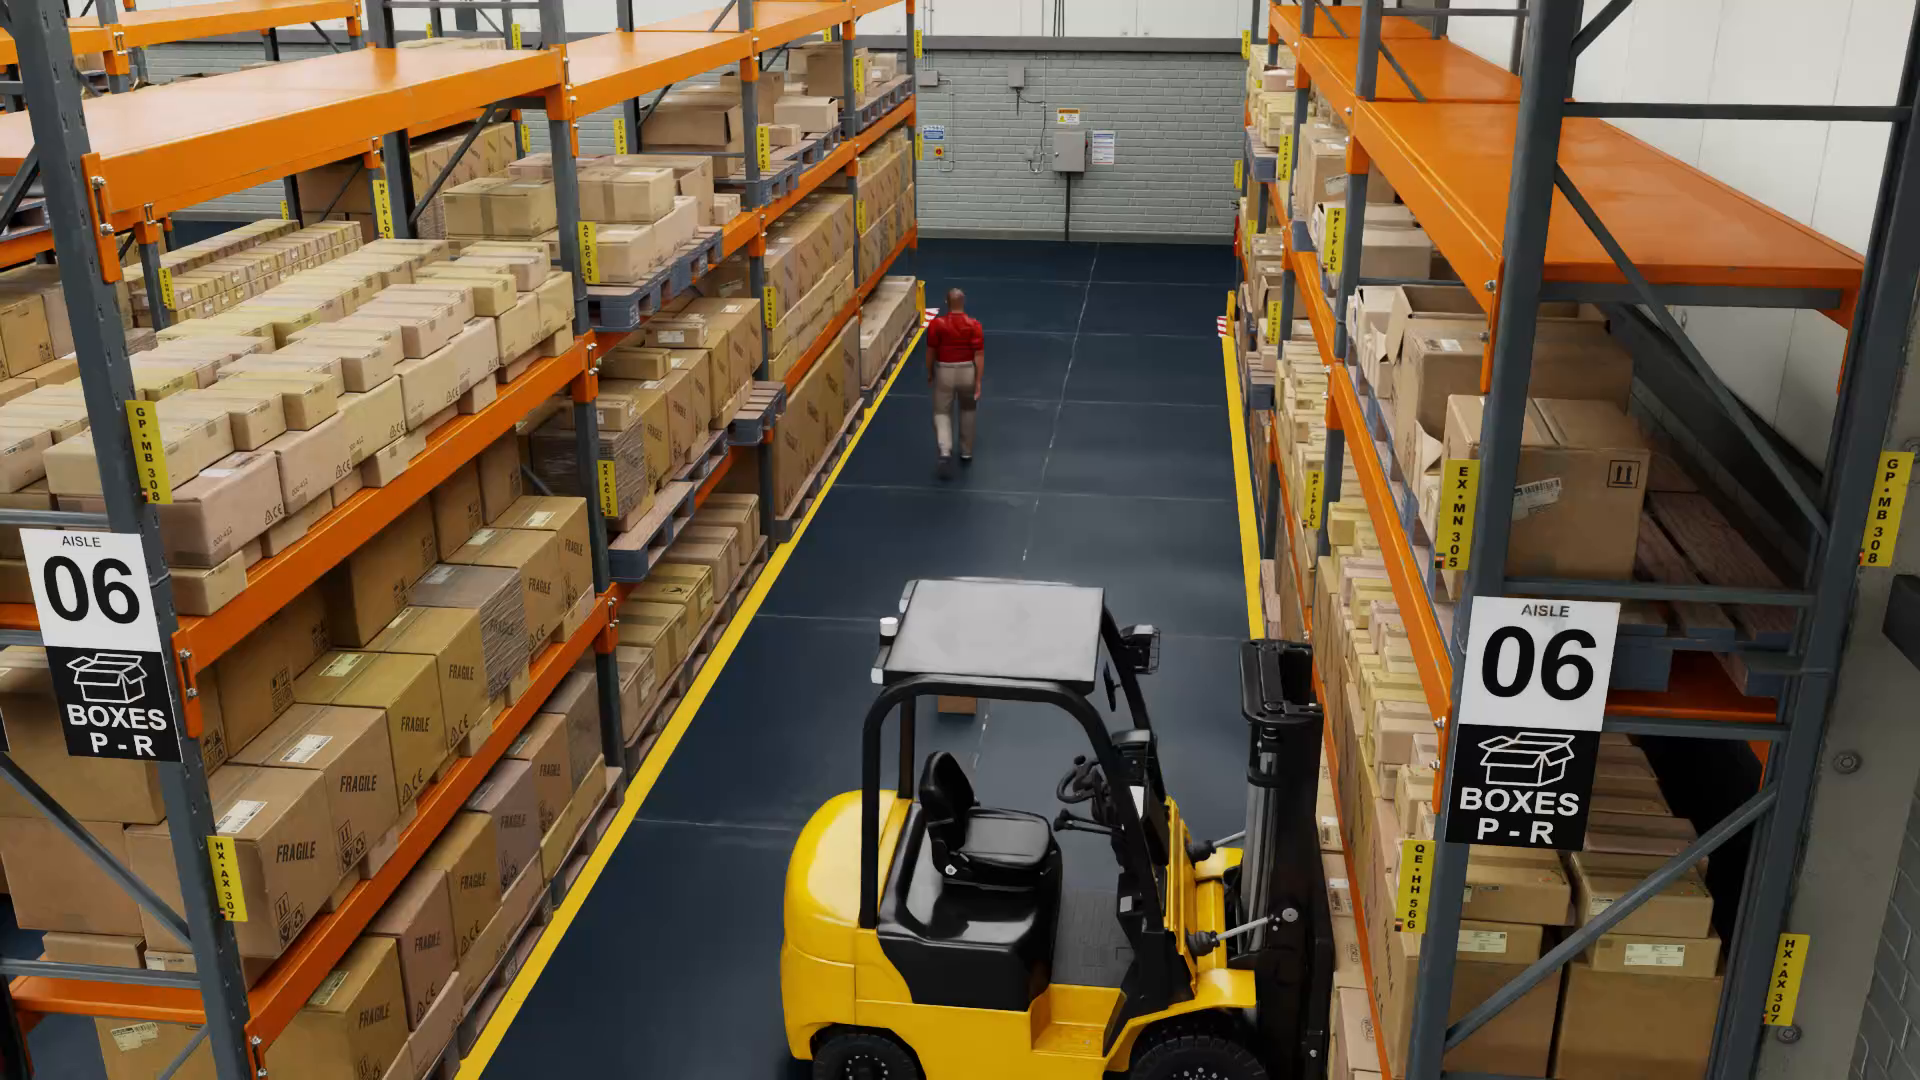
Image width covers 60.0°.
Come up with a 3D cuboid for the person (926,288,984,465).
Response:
[{"bbox_3d":[-0.046,-1.516,15.462,0.538,1.685,0.901,-1,21,-2],"label":"person"}]
